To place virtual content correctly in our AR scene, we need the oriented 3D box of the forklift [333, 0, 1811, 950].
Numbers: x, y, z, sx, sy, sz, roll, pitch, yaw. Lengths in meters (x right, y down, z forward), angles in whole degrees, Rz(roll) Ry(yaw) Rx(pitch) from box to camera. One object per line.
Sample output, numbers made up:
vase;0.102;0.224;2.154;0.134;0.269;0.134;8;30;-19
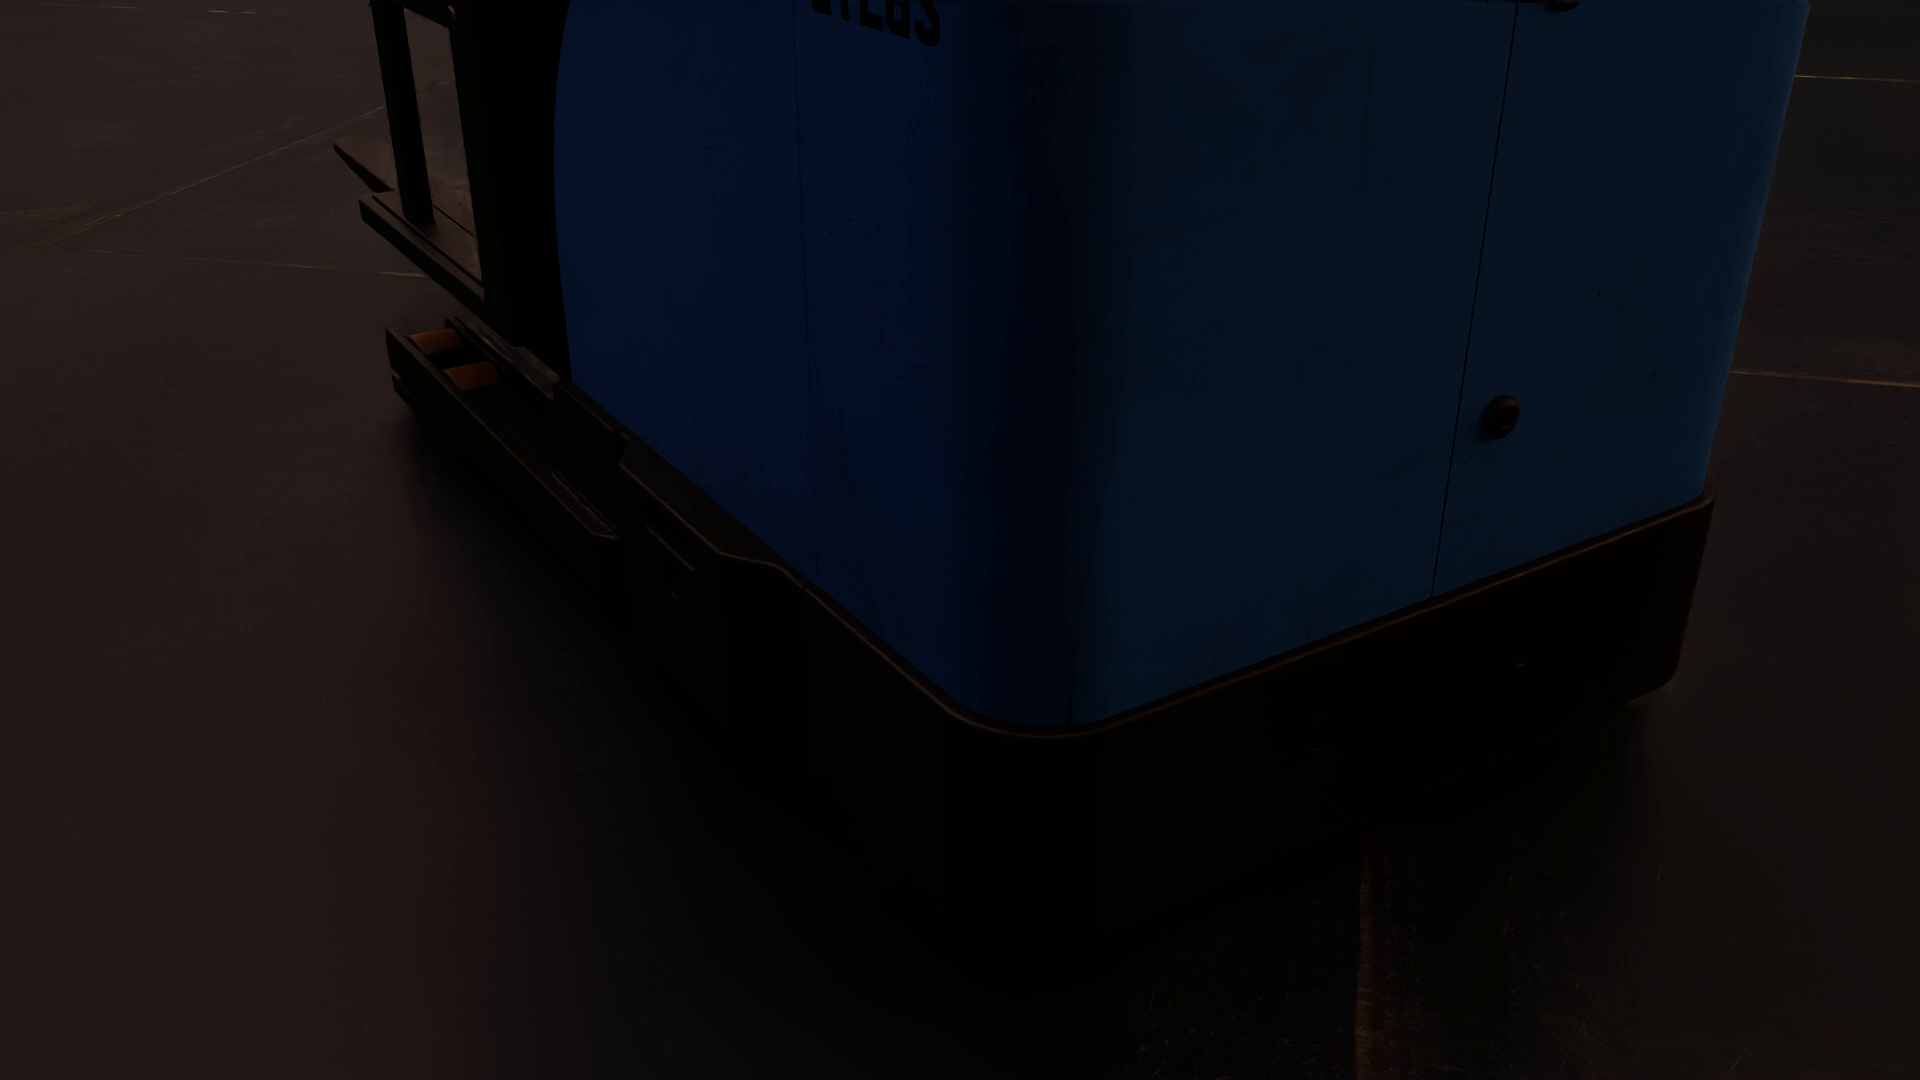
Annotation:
forklift;-0.336;-1.539;2.296;1.130;2.935;3.031;-16;31;-29
